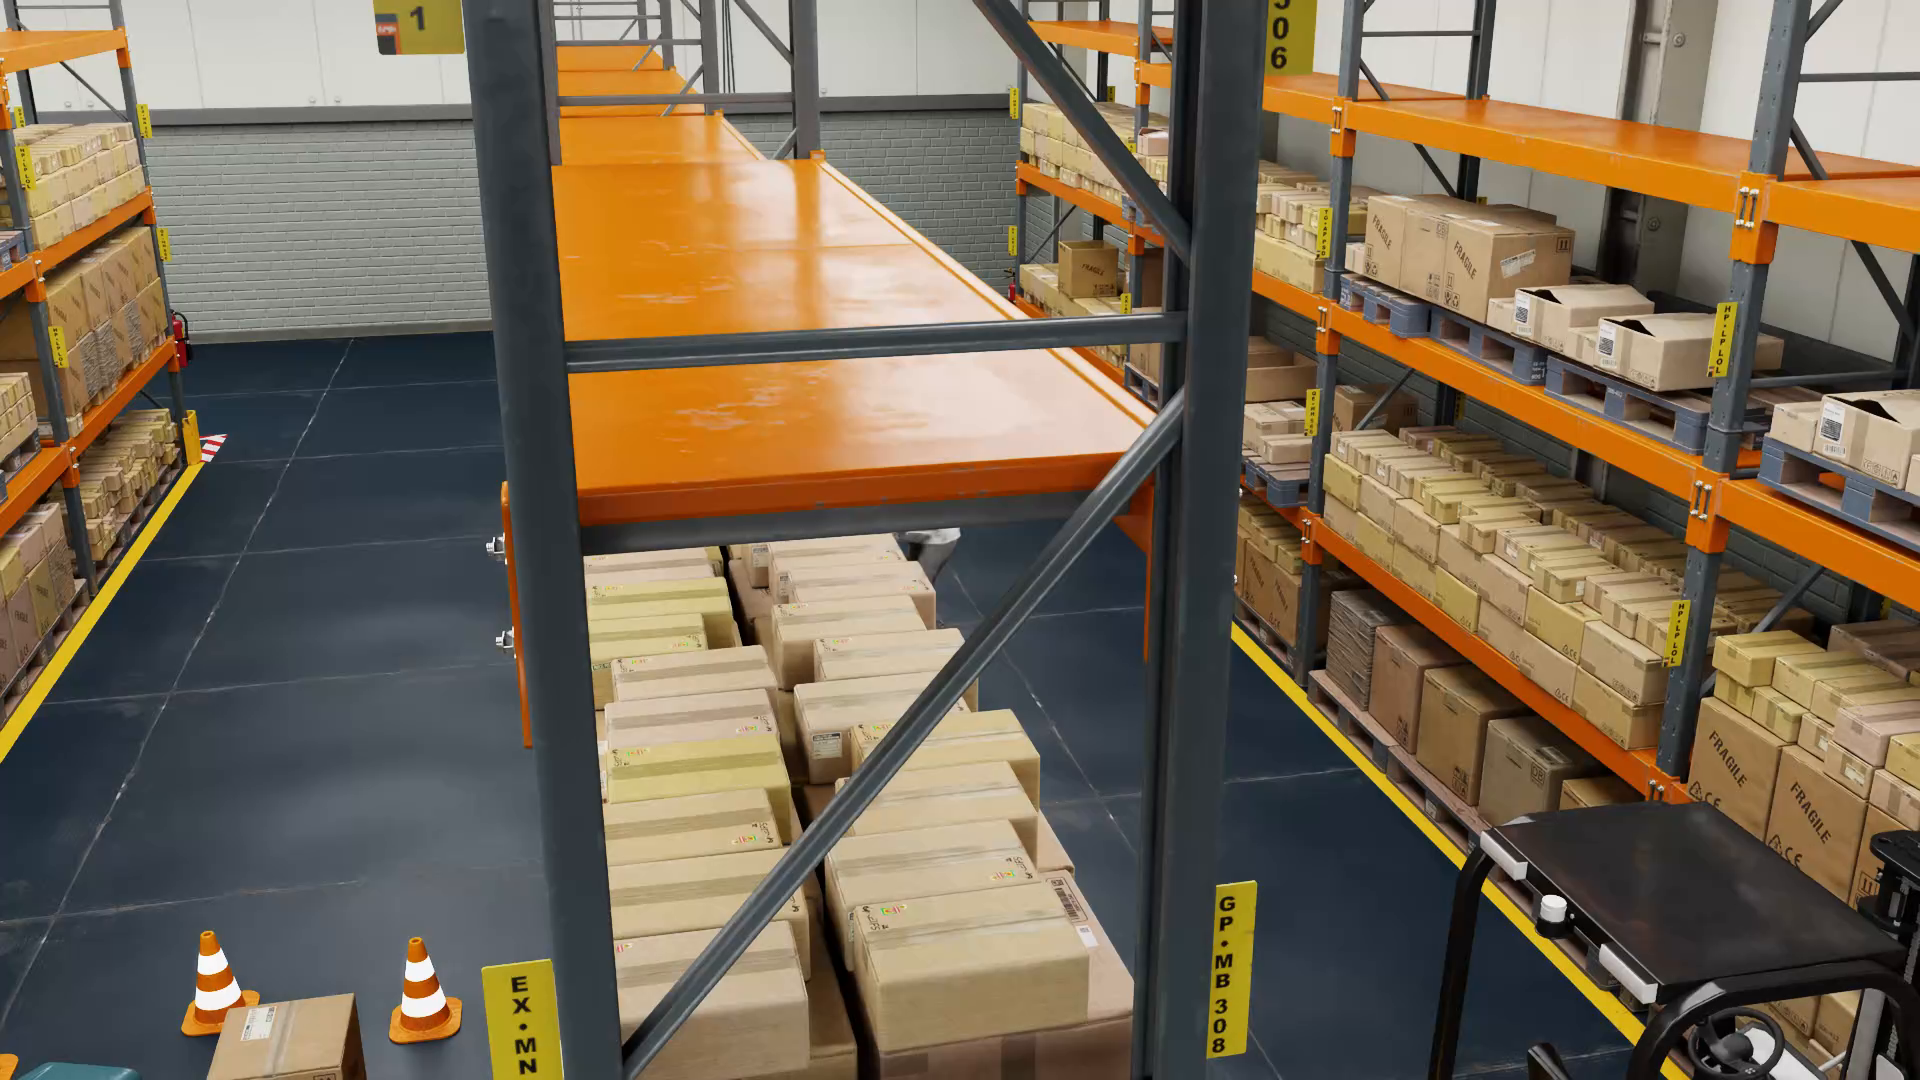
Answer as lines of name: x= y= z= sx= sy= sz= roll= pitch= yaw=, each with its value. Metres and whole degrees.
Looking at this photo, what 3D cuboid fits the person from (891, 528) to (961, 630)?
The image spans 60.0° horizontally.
person: x=-0.483 y=0.191 z=12.486 sx=0.959 sy=1.321 sz=0.462 roll=-5 pitch=20 yaw=-14
